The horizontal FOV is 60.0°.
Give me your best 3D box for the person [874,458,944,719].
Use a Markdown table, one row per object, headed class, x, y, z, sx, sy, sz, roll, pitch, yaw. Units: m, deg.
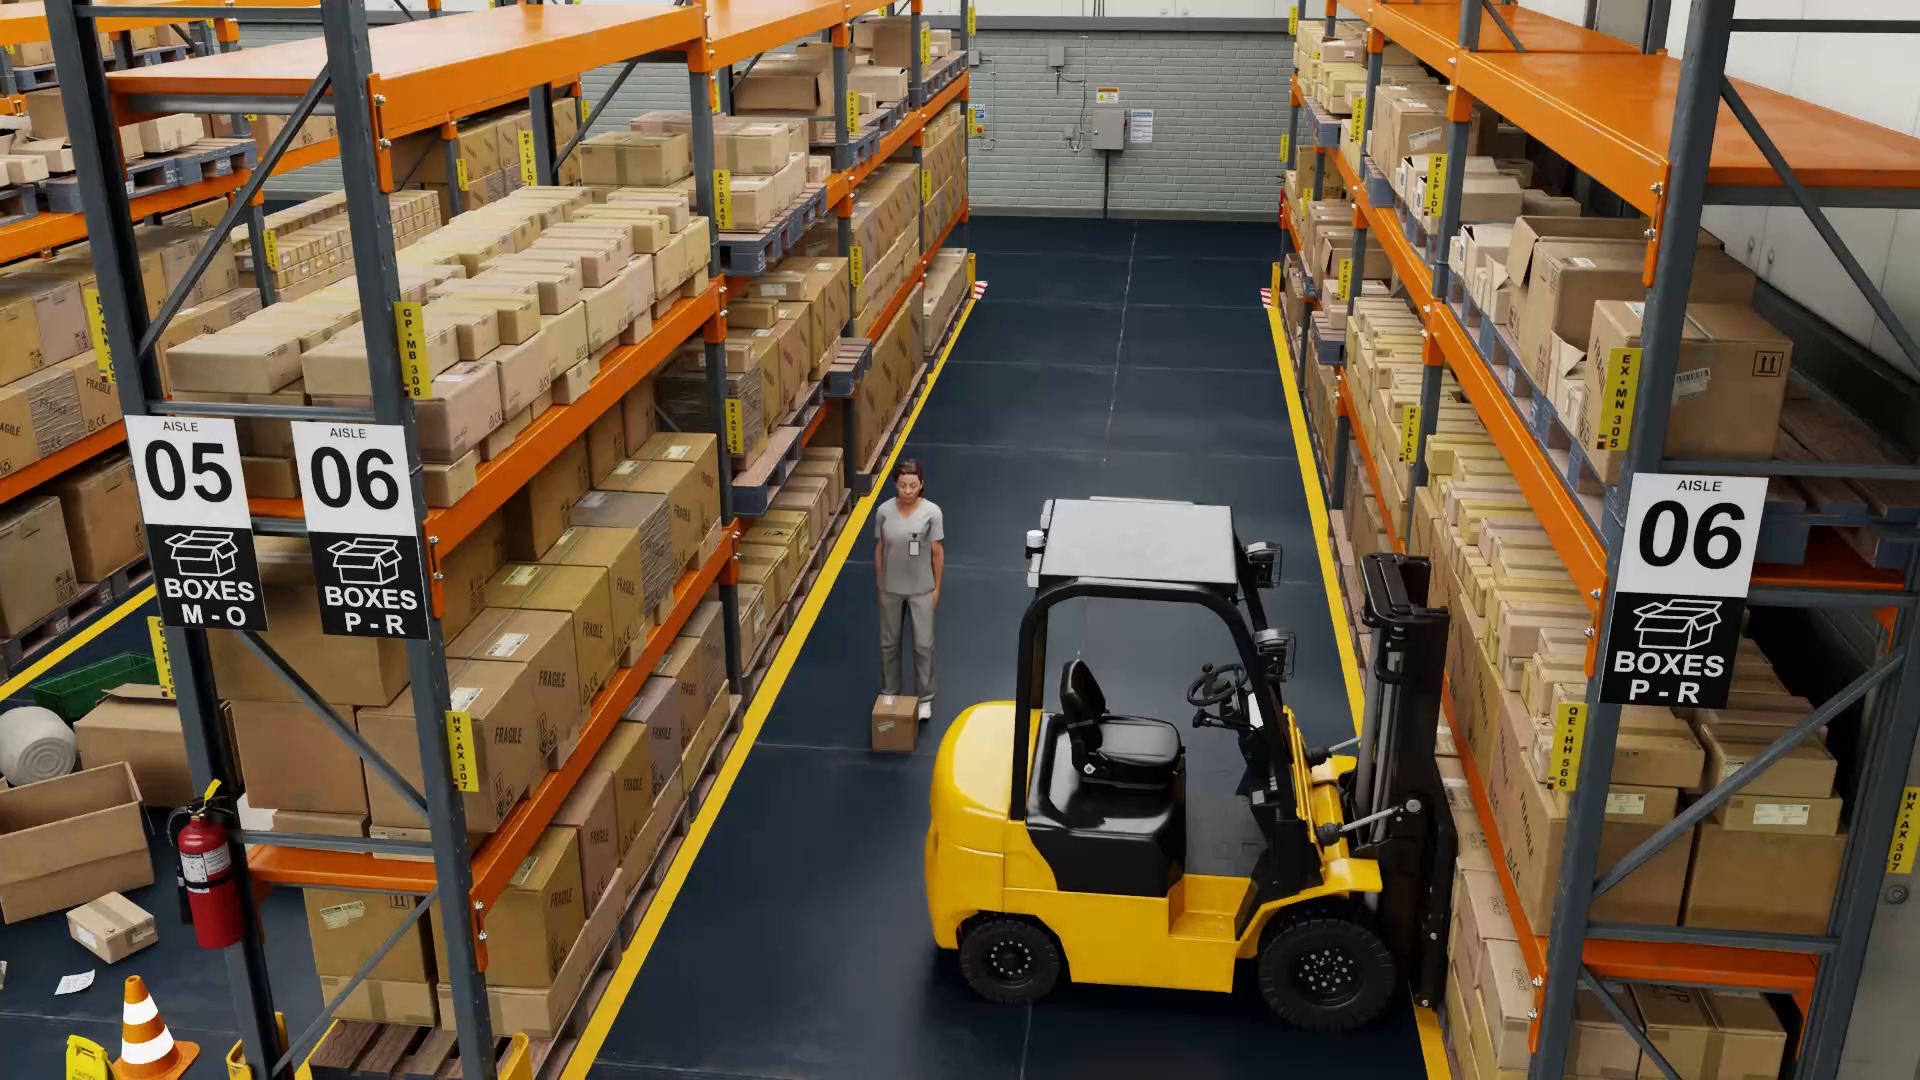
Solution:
| class | x | y | z | sx | sy | sz | roll | pitch | yaw |
| --- | --- | --- | --- | --- | --- | --- | --- | --- | --- |
| person | -0.316 | 0.301 | 10.337 | 0.437 | 1.679 | 0.367 | 3 | 21 | 8 |
